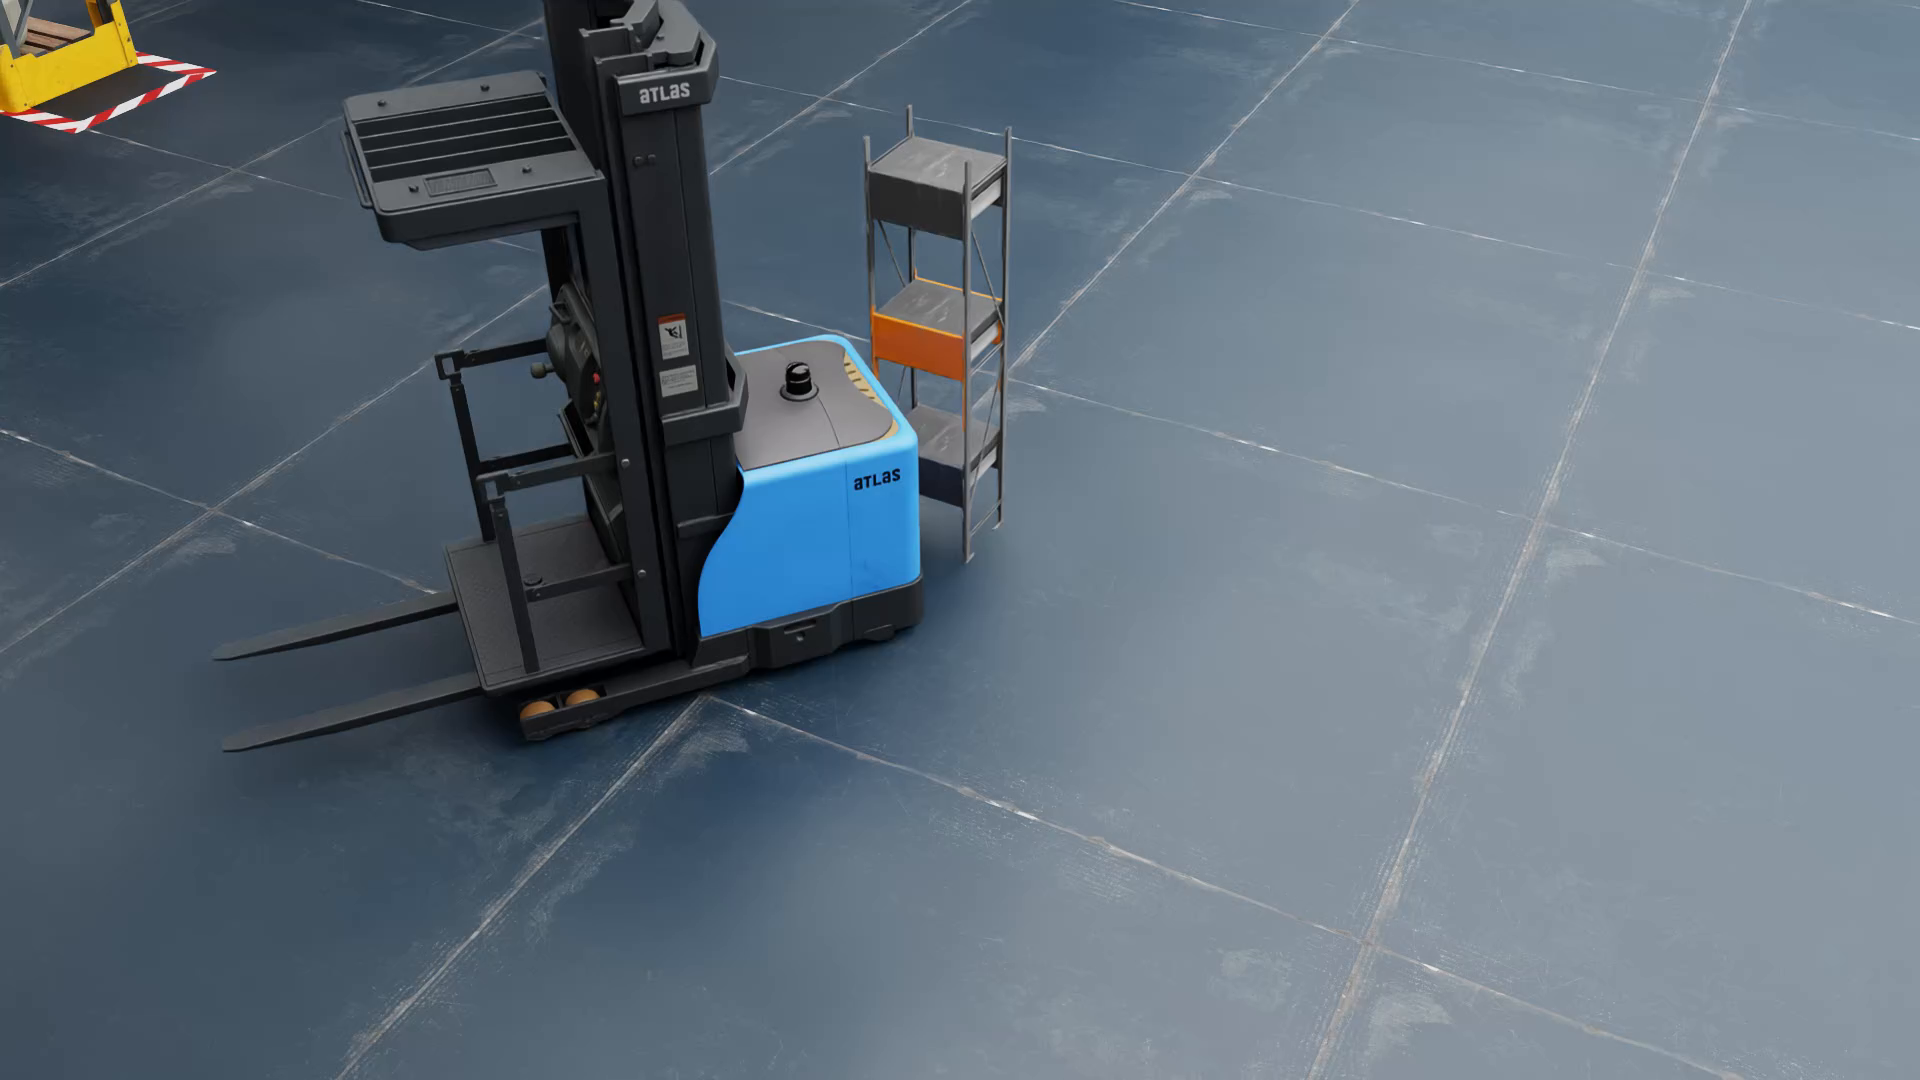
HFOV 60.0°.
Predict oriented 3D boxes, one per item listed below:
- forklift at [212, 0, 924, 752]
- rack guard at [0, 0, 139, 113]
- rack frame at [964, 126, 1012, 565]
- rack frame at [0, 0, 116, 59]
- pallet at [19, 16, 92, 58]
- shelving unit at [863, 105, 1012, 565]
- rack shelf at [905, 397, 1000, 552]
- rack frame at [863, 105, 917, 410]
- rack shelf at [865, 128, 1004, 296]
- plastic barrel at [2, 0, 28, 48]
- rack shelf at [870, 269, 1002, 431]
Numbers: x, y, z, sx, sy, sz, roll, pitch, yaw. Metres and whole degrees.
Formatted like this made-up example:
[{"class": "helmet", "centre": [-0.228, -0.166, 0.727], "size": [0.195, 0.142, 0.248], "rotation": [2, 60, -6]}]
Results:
[{"class": "forklift", "centre": [-1.732, -0.675, 6.715], "size": [3.031, 2.935, 1.130], "rotation": [-14, 40, -18]}, {"class": "rack guard", "centre": [-6.950, -3.747, 12.773], "size": [0.348, 0.500, 1.175], "rotation": [17, 41, 21]}, {"class": "rack frame", "centre": [0.120, -0.823, 7.598], "size": [0.015, 2.100, 0.400], "rotation": [18, 41, 22]}, {"class": "rack frame", "centre": [-6.860, -4.747, 12.023], "size": [0.127, 3.000, 1.000], "rotation": [17, 41, 21]}, {"class": "pallet", "centre": [-7.668, -3.861, 13.162], "size": [1.213, 0.211, 1.003], "rotation": [17, 41, 21]}, {"class": "shelving unit", "centre": [-0.095, -0.893, 7.690], "size": [0.503, 2.100, 0.431], "rotation": [18, 41, 22]}, {"class": "rack shelf", "centre": [-0.095, -0.324, 8.121], "size": [0.480, 0.518, 0.431], "rotation": [18, 41, 22]}, {"class": "rack frame", "centre": [-0.310, -0.963, 7.782], "size": [0.015, 2.100, 0.400], "rotation": [18, 41, 22]}, {"class": "rack shelf", "centre": [-0.095, -1.440, 7.275], "size": [0.480, 0.518, 0.431], "rotation": [18, 41, 22]}, {"class": "plastic barrel", "centre": [-7.480, -4.065, 12.835], "size": [0.421, 0.512, 0.421], "rotation": [0, 37, 0]}, {"class": "rack shelf", "centre": [-0.095, -0.882, 7.698], "size": [0.480, 0.518, 0.431], "rotation": [18, 41, 22]}]
